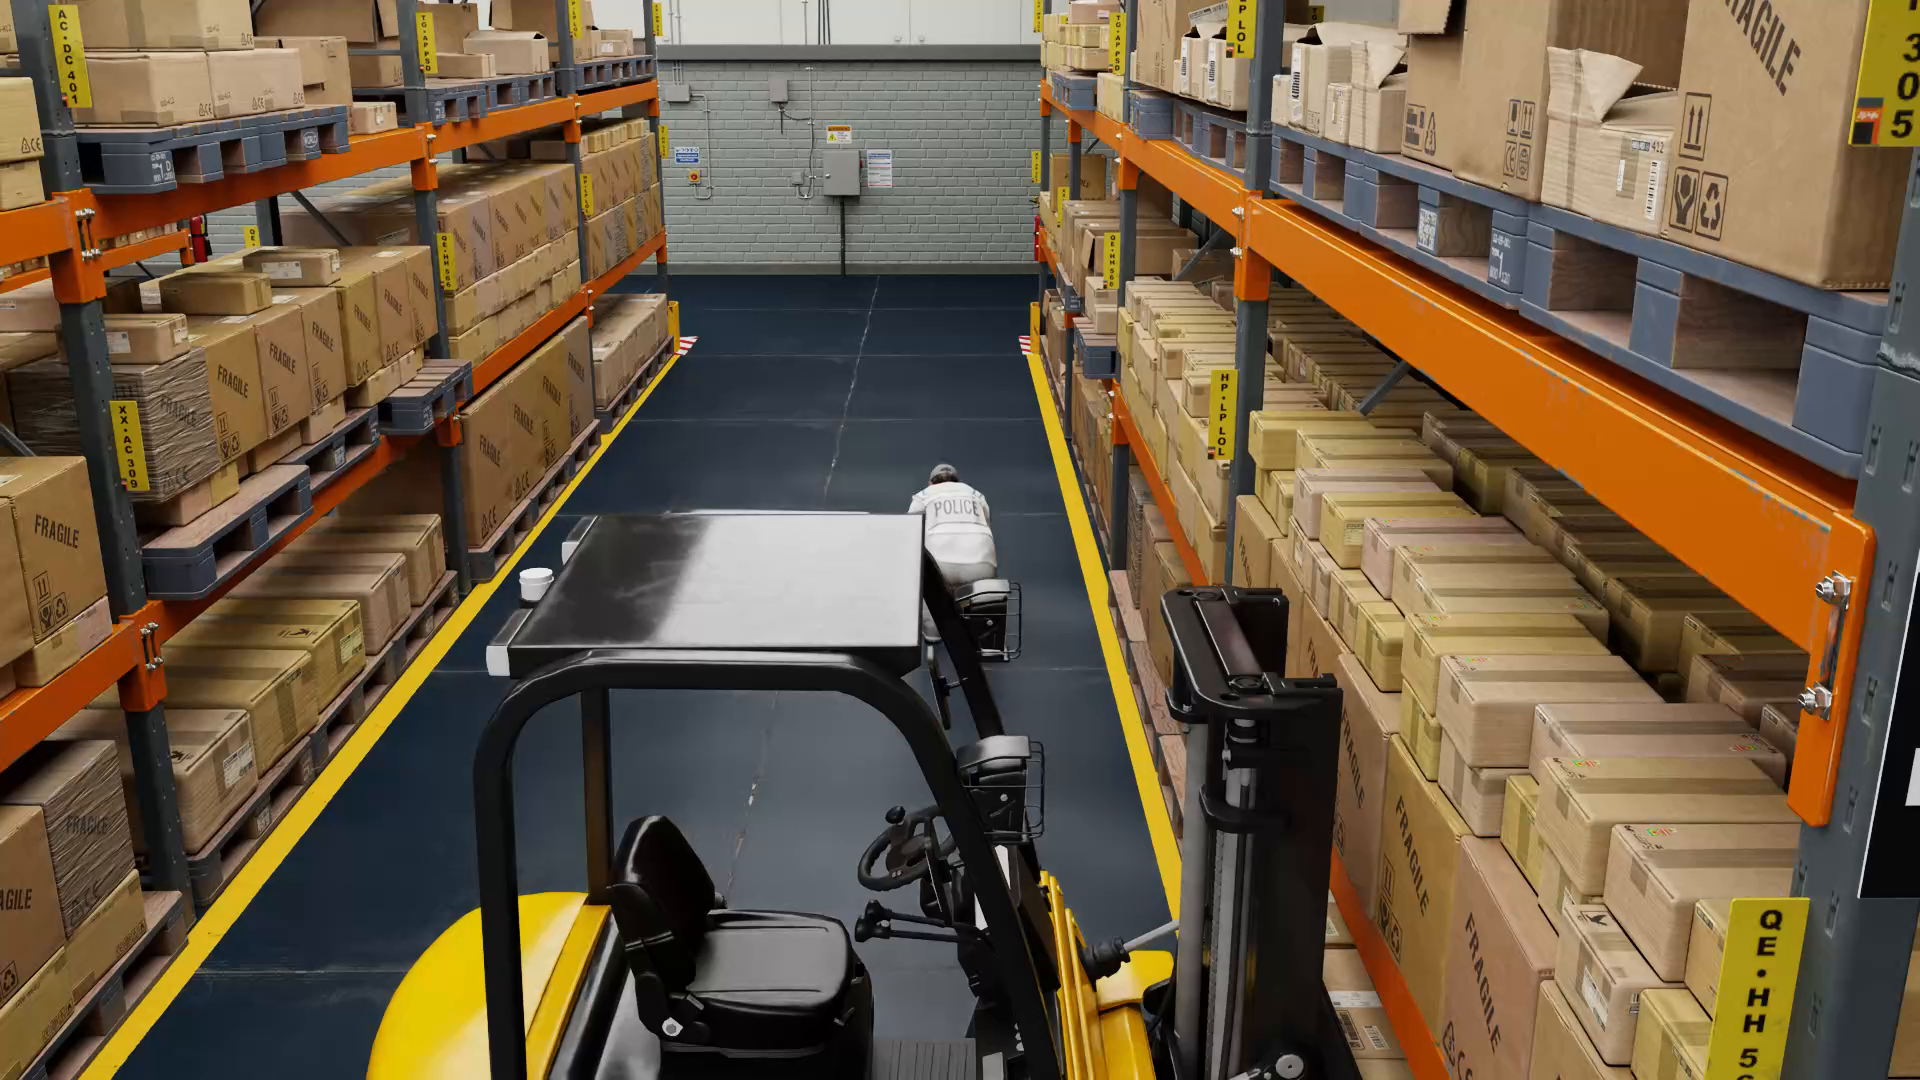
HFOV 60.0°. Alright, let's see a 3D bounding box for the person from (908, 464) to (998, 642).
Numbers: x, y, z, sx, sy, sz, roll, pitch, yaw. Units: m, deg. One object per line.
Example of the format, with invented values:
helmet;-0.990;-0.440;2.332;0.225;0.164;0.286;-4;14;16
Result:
person;-0.041;0.088;9.549;0.524;0.908;0.857;0;17;-1
